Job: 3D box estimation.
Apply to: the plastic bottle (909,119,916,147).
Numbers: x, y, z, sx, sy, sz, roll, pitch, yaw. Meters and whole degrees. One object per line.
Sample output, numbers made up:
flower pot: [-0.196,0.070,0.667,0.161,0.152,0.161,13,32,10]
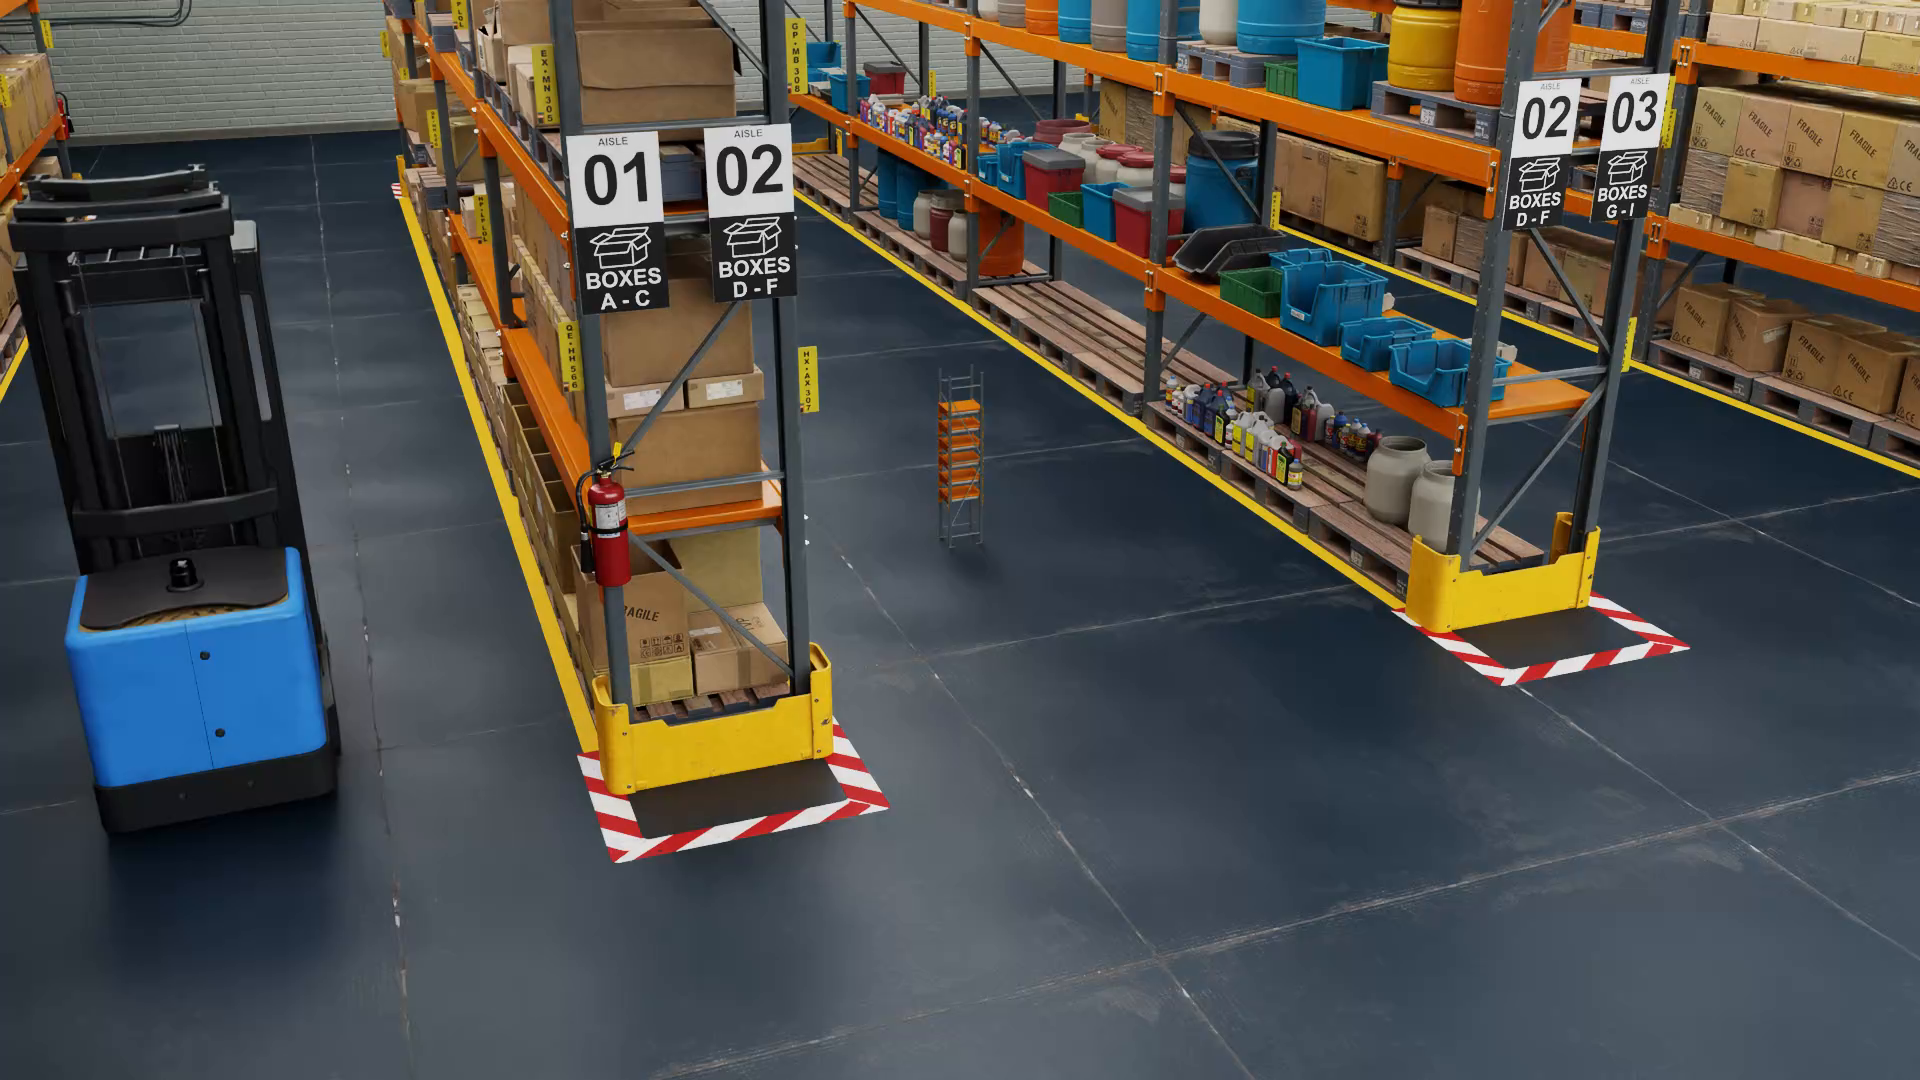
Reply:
plastic bottle: [-0.503,-4.412,18.005,0.061,0.283,0.133,-8,24,-19]

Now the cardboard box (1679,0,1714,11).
cardboard box: [6.529,-4.880,14.430,0.797,0.503,0.637,-10,25,-22]

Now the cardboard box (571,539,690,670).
cardboard box: [-1.722,0.313,8.679,0.500,0.500,0.500,-8,24,-19]

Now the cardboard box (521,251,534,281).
cardboard box: [-2.572,-1.750,10.577,0.380,0.149,0.250,-9,24,-20]

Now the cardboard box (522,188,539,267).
cardboard box: [-2.325,-2.015,10.368,0.700,0.500,0.500,-8,24,-19]

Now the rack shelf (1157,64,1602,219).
rack shelf: [2.675,-2.717,10.898,1.077,0.370,4.000,-8,24,-19]

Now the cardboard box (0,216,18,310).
cardboard box: [-9.458,-2.602,15.789,0.750,0.750,0.750,-8,24,-17]

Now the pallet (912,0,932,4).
pallet: [-0.086,-5.912,17.795,1.003,0.211,1.213,-8,24,-19]

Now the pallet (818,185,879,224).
pallet: [-1.154,-4.276,21.124,1.003,0.211,1.213,-8,24,-19]

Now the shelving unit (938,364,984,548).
shelving unit: [0.005,-0.548,11.005,0.258,1.200,0.189,-8,24,-19]

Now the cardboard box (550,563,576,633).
cardboard box: [-2.086,0.297,9.683,0.500,0.250,0.500,-8,24,-19]

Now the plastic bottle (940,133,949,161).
plastic bottle: [-0.161,-4.074,17.220,0.097,0.271,0.097,0,23,0]

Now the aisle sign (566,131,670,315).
aisle sign: [-1.505,-1.395,7.350,0.394,0.787,0.004,-8,24,-19]

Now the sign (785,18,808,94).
sign: [-0.733,-2.156,7.415,0.100,0.325,0.005,-8,24,-19]

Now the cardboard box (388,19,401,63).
cardboard box: [-6.804,-6.195,20.670,0.500,0.500,0.500,-8,24,-18]

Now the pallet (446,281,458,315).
pallet: [-4.736,-2.602,17.151,1.003,0.211,1.213,-8,24,-19]

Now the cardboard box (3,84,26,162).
cardboard box: [-10.302,-4.278,17.151,0.980,0.700,0.700,-8,24,-18]

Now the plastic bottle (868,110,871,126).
plastic bottle: [-1.022,-4.928,19.336,0.097,0.201,0.097,0,23,0]

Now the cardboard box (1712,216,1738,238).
cardboard box: [6.587,-2.657,14.016,0.380,0.149,0.250,-8,24,-19]

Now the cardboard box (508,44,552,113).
cardboard box: [-2.104,-2.444,8.719,0.500,0.311,0.500,-5,23,-13]

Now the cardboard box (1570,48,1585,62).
cardboard box: [8.346,-6.444,22.076,0.380,0.149,0.250,-8,24,-18]

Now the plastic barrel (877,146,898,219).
plastic barrel: [-0.681,-4.326,19.813,0.600,0.901,0.708,-8,24,-19]

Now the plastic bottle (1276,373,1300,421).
plastic bottle: [2.533,-1.111,12.867,0.144,0.351,0.185,-10,25,-22]

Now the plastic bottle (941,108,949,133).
plastic bottle: [-0.171,-4.753,18.829,0.097,0.271,0.097,0,23,0]

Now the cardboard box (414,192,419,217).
cardboard box: [-6.225,-4.026,19.834,0.500,0.311,0.500,-8,24,-19]

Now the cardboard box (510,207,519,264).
cardboard box: [-3.109,-2.233,12.558,0.500,0.500,0.500,-7,24,-15]

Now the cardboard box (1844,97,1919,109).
cardboard box: [7.372,-3.227,13.245,0.500,0.500,0.500,-8,24,-19]

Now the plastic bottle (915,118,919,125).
plastic bottle: [-0.446,-4.420,18.025,0.061,0.283,0.133,-8,24,-19]

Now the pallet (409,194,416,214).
pallet: [-6.597,-4.472,21.590,1.003,0.211,1.213,-8,24,-19]

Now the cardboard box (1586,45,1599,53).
cardboard box: [8.439,-6.483,21.787,0.380,0.149,0.250,-9,24,-20]

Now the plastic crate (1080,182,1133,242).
plastic crate: [1.288,-2.743,13.918,0.392,0.384,0.575,-8,24,-19]

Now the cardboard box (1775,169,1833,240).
cardboard box: [7.118,-2.729,13.351,0.875,0.500,0.500,-8,24,-19]

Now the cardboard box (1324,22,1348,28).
cardboard box: [4.241,-6.005,20.216,0.797,0.503,0.637,-8,24,-18]

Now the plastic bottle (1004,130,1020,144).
plastic bottle: [0.541,-4.159,17.414,0.152,0.276,0.135,-8,24,-19]

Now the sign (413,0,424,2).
sign: [-4.588,-4.715,14.046,0.100,0.325,0.005,-8,24,-19]

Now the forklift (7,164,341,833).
forklift: [-4.094,-0.518,8.706,1.130,2.935,3.031,-9,24,-20]

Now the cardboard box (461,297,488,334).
cardboard box: [-3.976,-1.932,14.250,0.500,0.311,0.500,-9,24,-20]

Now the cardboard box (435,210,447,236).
cardboard box: [-5.019,-3.263,16.816,0.500,0.250,0.500,-9,24,-20]

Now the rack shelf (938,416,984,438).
rack shelf: [0.005,-0.728,10.929,0.258,0.103,0.180,-8,24,-19]

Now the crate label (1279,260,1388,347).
crate label: [2.478,-1.587,11.108,0.502,0.435,0.616,-8,24,-19]

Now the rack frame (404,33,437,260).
rack frame: [-5.493,-4.621,18.352,1.000,3.000,0.127,-8,24,-19]

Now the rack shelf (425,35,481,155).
rack shelf: [-3.373,-3.492,12.737,1.077,0.370,4.000,-8,24,-19]

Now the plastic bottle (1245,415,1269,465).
plastic bottle: [2.148,-0.734,11.973,0.144,0.351,0.185,-7,24,-17]

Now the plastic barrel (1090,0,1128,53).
plastic barrel: [1.355,-4.399,13.316,0.600,0.901,0.600,0,23,0]

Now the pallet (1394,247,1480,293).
pallet: [5.464,-2.957,17.993,1.003,0.211,1.213,-8,24,-19]

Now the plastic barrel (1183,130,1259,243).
plastic barrel: [2.115,-2.806,13.399,0.600,0.901,0.708,-8,24,-19]

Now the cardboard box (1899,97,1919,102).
cardboard box: [10.305,-4.466,17.856,0.500,0.500,0.500,-9,24,-20]

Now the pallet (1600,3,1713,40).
pallet: [6.484,-4.607,14.698,1.213,0.211,1.003,-8,24,-19]

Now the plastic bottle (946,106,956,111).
plastic bottle: [-0.109,-4.827,19.001,0.152,0.276,0.135,-8,24,-19]

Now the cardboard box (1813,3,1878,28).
cardboard box: [6.802,-4.028,12.762,0.380,0.149,0.250,-9,24,-20]

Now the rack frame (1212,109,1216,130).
rack frame: [3.776,-5.979,21.574,1.000,3.000,0.127,-8,24,-19]

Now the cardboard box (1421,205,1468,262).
cardboard box: [5.444,-3.336,17.954,0.700,0.500,0.500,-10,25,-22]

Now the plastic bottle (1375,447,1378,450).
plastic bottle: [2.996,-0.592,11.828,0.097,0.201,0.097,0,23,0]

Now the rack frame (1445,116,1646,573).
rack frame: [3.381,-0.939,9.616,1.000,3.000,0.127,-8,24,-19]
